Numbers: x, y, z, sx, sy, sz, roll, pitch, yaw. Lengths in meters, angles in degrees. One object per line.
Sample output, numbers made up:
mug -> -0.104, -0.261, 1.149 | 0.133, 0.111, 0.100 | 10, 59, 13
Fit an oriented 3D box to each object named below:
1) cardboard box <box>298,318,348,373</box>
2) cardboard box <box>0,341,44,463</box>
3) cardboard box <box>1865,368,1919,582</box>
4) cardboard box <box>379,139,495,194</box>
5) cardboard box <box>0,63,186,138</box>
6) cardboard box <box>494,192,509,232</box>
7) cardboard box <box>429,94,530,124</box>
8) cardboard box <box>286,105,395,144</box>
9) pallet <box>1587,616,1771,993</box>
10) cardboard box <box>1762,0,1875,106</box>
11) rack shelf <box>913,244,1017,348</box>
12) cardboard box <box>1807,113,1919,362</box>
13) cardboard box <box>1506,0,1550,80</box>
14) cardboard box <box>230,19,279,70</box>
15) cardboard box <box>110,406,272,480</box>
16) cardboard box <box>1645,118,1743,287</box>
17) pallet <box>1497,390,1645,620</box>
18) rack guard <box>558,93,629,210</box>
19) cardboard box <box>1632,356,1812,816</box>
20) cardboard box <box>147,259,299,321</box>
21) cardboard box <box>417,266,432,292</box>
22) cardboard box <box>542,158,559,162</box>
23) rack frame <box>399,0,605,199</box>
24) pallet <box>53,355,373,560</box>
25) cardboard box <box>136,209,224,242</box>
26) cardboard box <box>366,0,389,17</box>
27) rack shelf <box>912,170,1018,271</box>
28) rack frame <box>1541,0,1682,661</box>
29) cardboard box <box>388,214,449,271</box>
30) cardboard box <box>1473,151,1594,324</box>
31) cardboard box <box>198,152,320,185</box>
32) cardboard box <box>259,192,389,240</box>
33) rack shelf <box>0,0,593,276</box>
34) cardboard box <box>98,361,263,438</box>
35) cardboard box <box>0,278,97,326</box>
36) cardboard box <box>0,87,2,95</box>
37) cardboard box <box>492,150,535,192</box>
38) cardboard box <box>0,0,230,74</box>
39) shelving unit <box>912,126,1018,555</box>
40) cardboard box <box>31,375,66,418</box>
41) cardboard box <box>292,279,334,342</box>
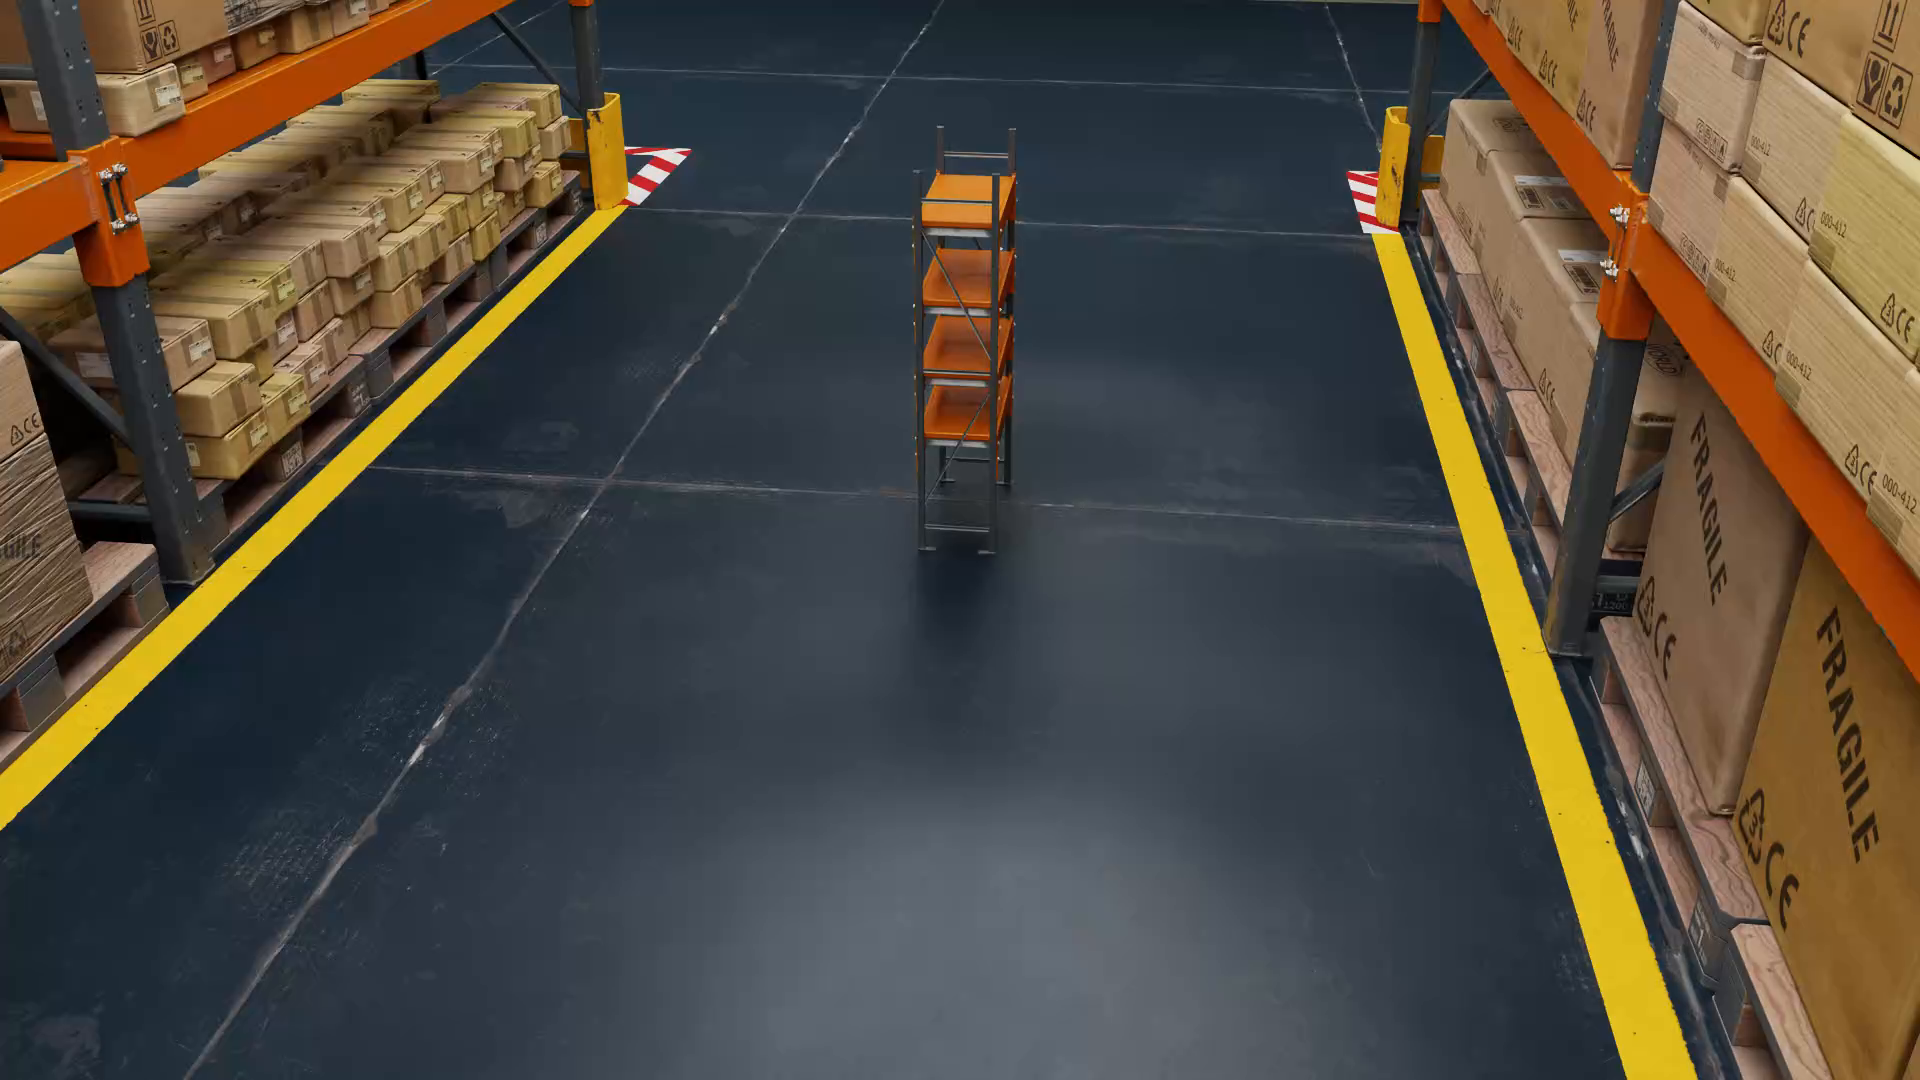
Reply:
cardboard box -> -2.421, -0.683, 5.918 | 0.380, 0.149, 0.250 | 3, 28, 5
cardboard box -> -2.618, -0.282, 4.013 | 0.500, 0.250, 0.500 | 3, 28, 5
cardboard box -> 1.620, -0.016, 2.276 | 0.500, 0.250, 0.500 | 3, 28, 5
cardboard box -> -2.167, -1.551, 6.903 | 0.380, 0.149, 0.250 | 4, 29, 8
cardboard box -> -2.418, -1.237, 4.648 | 0.380, 0.149, 0.250 | 4, 29, 8
cardboard box -> -2.211, -1.422, 7.291 | 0.380, 0.149, 0.250 | 4, 29, 7
cardboard box -> -2.189, -1.929, 7.603 | 0.380, 0.149, 0.250 | 4, 29, 7
cardboard box -> -2.762, -1.833, 7.425 | 0.380, 0.149, 0.250 | 3, 28, 6
pallet -> 2.128, 0.602, 3.909 | 1.003, 0.211, 1.213 | 3, 28, 6
cardboard box -> 1.773, -1.046, 2.868 | 0.500, 0.500, 0.500 | 3, 28, 6
rack shelf -> 0.020, -0.744, 5.036 | 0.258, 0.148, 0.480 | 3, 28, 6
cardboard box -> 1.689, -0.473, 2.597 | 0.500, 0.250, 0.500 | 4, 29, 7
cardboard box -> 2.055, -1.750, 5.230 | 0.500, 0.500, 0.500 | 3, 28, 5
cardboard box -> -2.441, -1.619, 5.357 | 0.380, 0.149, 0.250 | 2, 28, 4
cardboard box -> -2.414, -0.315, 5.236 | 0.380, 0.149, 0.250 | 2, 28, 4
cardboard box -> 1.831, -0.735, 3.610 | 0.500, 0.250, 0.500 | 3, 28, 5
pallet -> 2.318, -0.119, 5.248 | 1.003, 0.211, 1.213 | 3, 28, 6
rack guard -> -2.297, -1.980, 8.397 | 1.175, 0.500, 0.348 | 3, 28, 6
cardboard box -> 2.151, 0.054, 3.784 | 0.875, 0.875, 0.875 | 4, 29, 8
cardboard box -> -2.455, -0.823, 5.551 | 0.380, 0.149, 0.250 | 3, 28, 5
cardboard box -> -2.339, -1.057, 6.612 | 0.380, 0.149, 0.250 | 4, 29, 8
cardboard box -> -2.145, -1.786, 7.965 | 0.380, 0.149, 0.250 | 4, 29, 7
rack frame -> -2.288, -3.116, 7.871 | 1.000, 3.000, 0.127 | 3, 28, 6
pallet -> -2.731, -0.323, 5.628 | 1.003, 0.211, 1.213 | 3, 28, 6
cardboard box -> -2.926, -1.098, 6.061 | 0.380, 0.149, 0.250 | 2, 28, 4
cardboard box -> -2.318, -1.988, 6.043 | 0.380, 0.149, 0.250 | 4, 29, 8
rack shelf -> 0.020, -0.952, 4.924 | 0.258, 0.148, 0.480 | 3, 28, 6
rack frame -> 2.147, -0.993, 3.930 | 1.000, 3.000, 0.127 | 3, 28, 6
cardboard box -> -2.238, -1.171, 6.511 | 0.380, 0.149, 0.250 | 4, 29, 7
cardboard box -> 2.552, -1.185, 6.545 | 0.875, 0.438, 0.875 | 4, 29, 8
cardboard box -> -2.831, -1.460, 6.733 | 0.380, 0.149, 0.250 | 4, 29, 7
cardboard box -> -2.382, -1.195, 6.241 | 0.380, 0.149, 0.250 | 2, 28, 4
rack shelf -> -2.533, -1.858, 6.294 | 1.077, 0.370, 4.000 | 3, 28, 6
cardboard box -> -2.416, -0.446, 5.164 | 0.380, 0.149, 0.250 | 5, 29, 9
cardboard box -> -3.001, -0.730, 5.378 | 0.380, 0.149, 0.250 | 4, 29, 7
cardboard box -> -3.052, -1.398, 4.947 | 0.380, 0.149, 0.250 | 3, 28, 5
cardboard box -> -2.131, -1.667, 7.431 | 0.380, 0.149, 0.250 | 2, 28, 4
cardboard box -> -2.467, -1.626, 4.687 | 0.500, 0.500, 0.500 | 3, 28, 5
shelving unit -> 0.020, -0.606, 5.110 | 0.258, 1.200, 0.503 | 3, 28, 6
cardboard box -> -3.055, -0.460, 5.191 | 0.380, 0.149, 0.250 | 4, 29, 7
cardboard box -> -2.444, -0.814, 5.847 | 0.380, 0.149, 0.250 | 2, 28, 4
